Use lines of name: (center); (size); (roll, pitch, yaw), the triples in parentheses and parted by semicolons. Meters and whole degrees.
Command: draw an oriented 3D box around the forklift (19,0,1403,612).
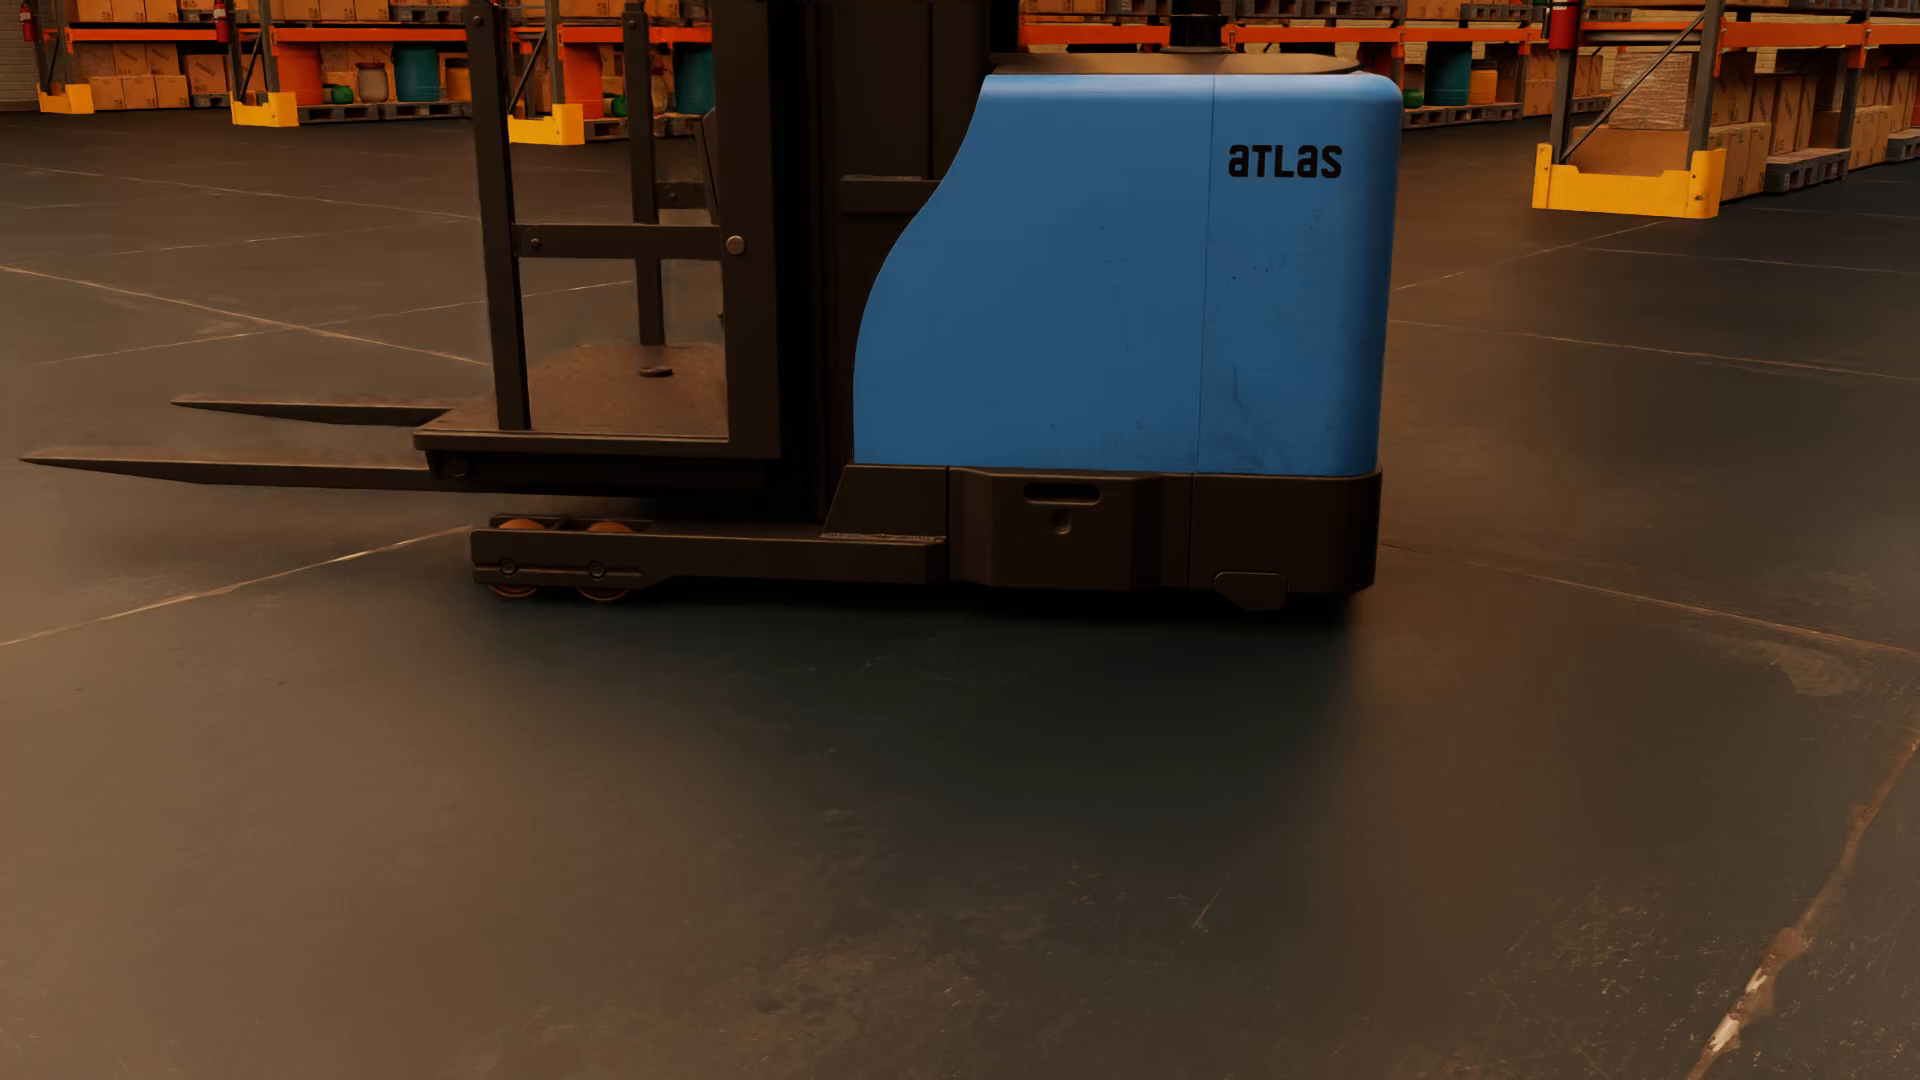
forklift: (-0.607, -1.422, 3.581); (3.031, 2.935, 1.130); (2, 17, 6)
